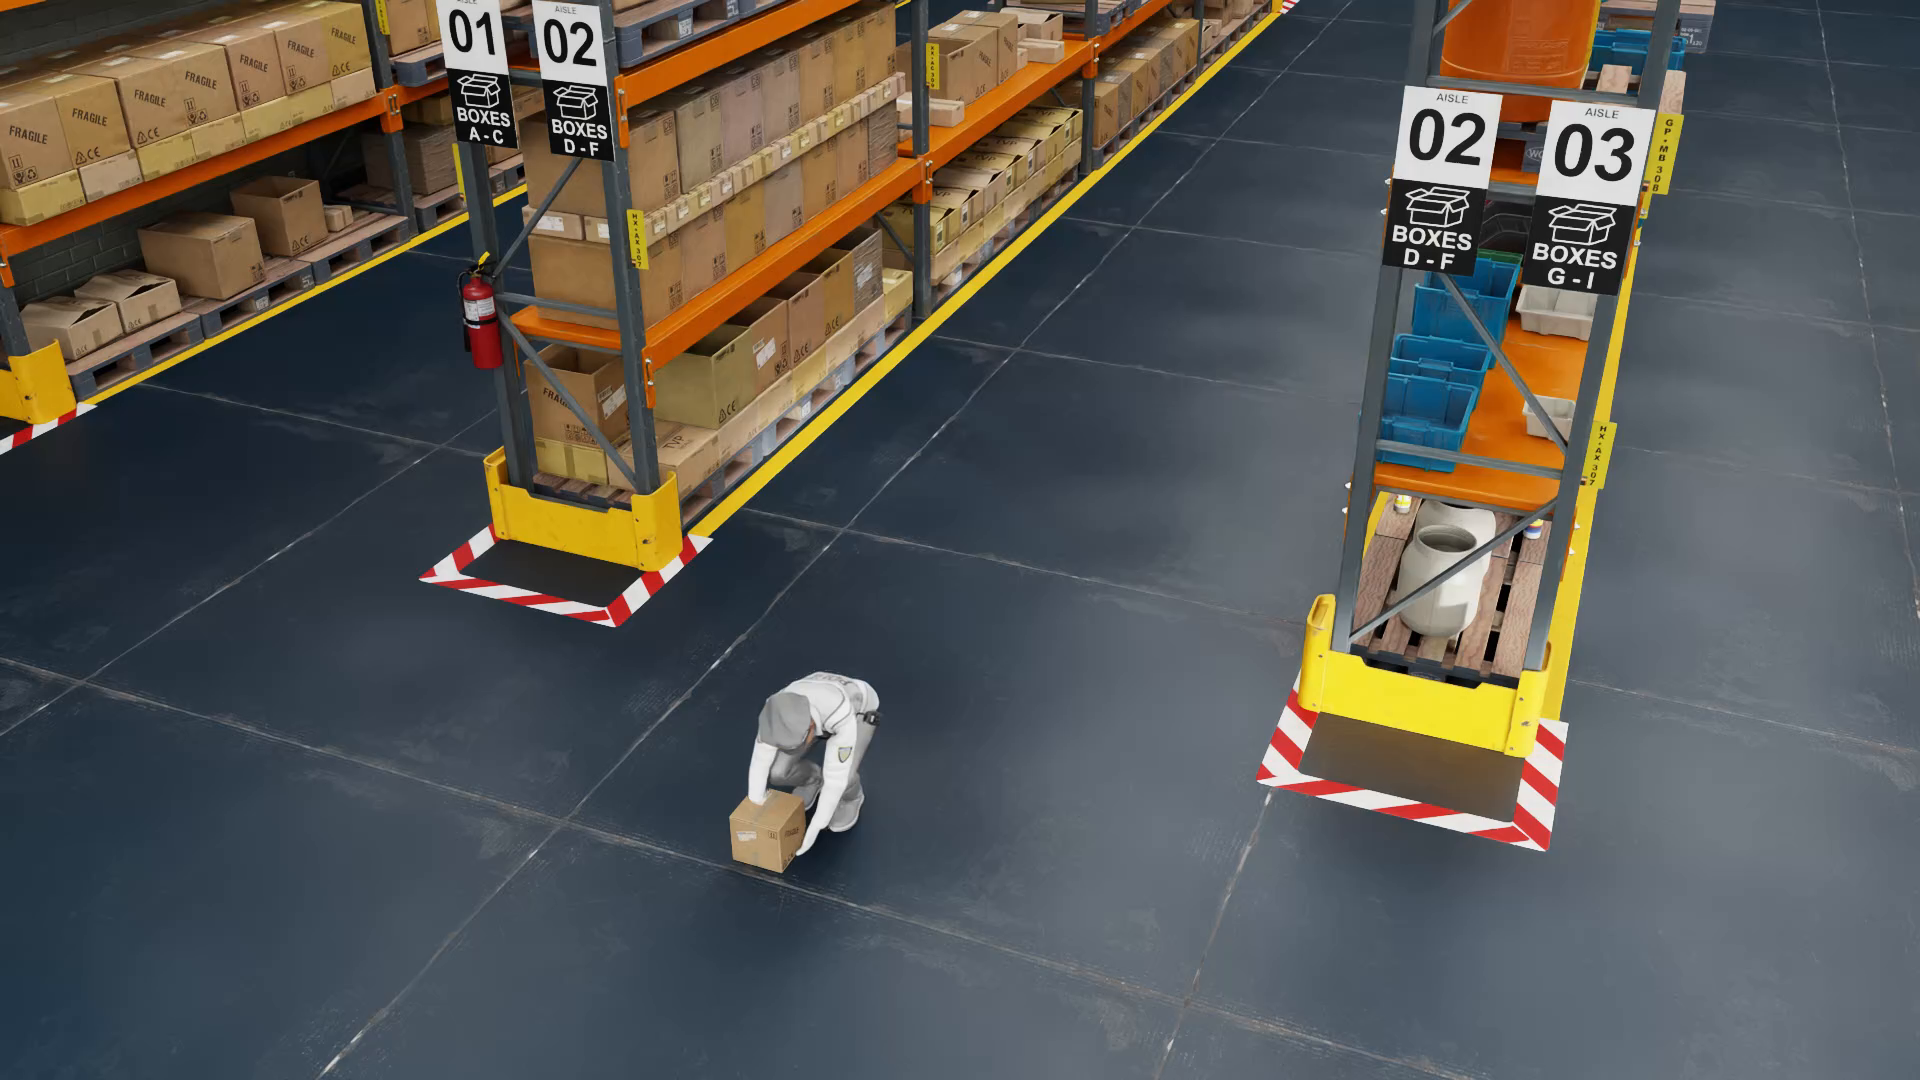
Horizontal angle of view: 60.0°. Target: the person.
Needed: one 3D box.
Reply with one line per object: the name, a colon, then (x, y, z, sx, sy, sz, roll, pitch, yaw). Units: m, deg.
person: (-0.661, 0.926, 7.552, 0.489, 0.899, 0.857, 11, 32, 19)
